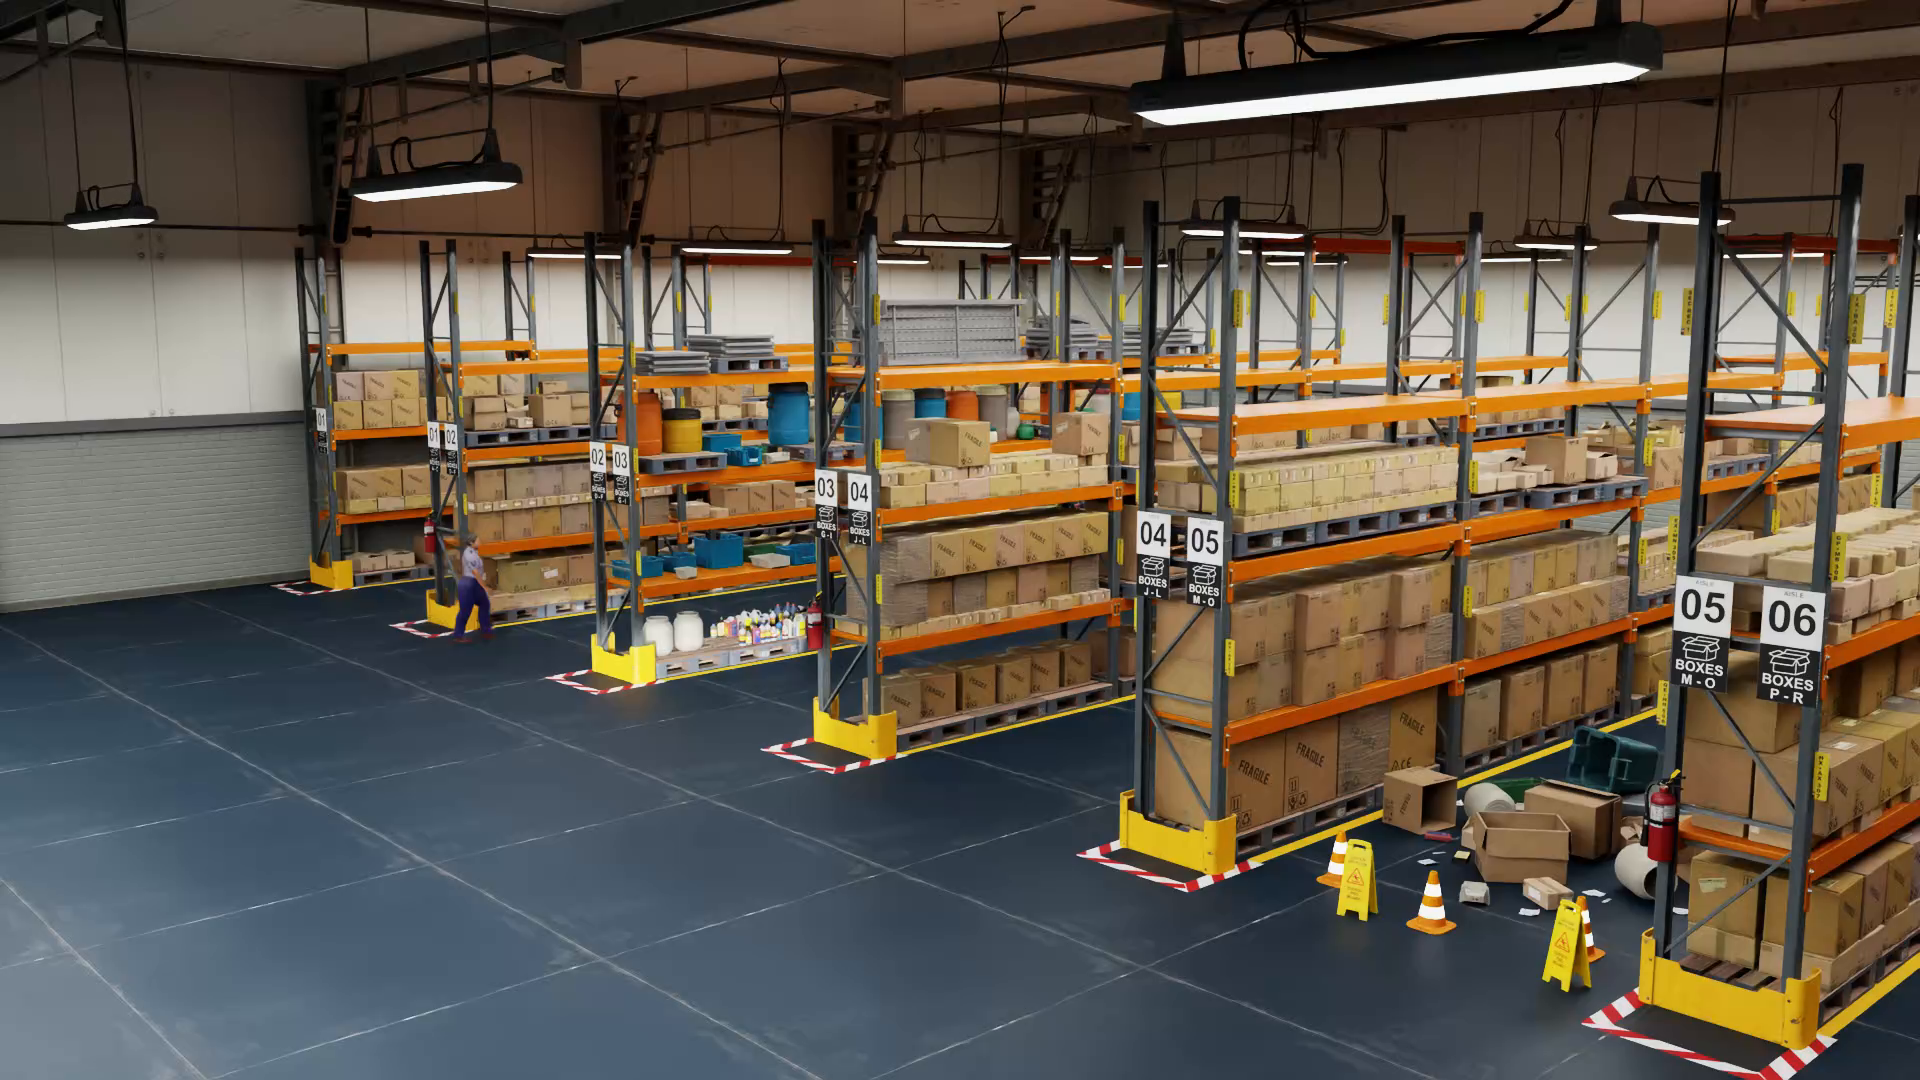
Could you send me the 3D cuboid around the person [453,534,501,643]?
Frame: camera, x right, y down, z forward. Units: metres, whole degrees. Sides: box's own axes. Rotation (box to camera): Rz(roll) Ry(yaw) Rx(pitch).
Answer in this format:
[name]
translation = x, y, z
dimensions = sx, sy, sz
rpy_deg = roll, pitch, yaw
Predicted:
[person]
translation = -7.264, 0.735, 24.856
dimensions = 0.665, 1.686, 0.539
rpy_deg = -1, 8, -8
